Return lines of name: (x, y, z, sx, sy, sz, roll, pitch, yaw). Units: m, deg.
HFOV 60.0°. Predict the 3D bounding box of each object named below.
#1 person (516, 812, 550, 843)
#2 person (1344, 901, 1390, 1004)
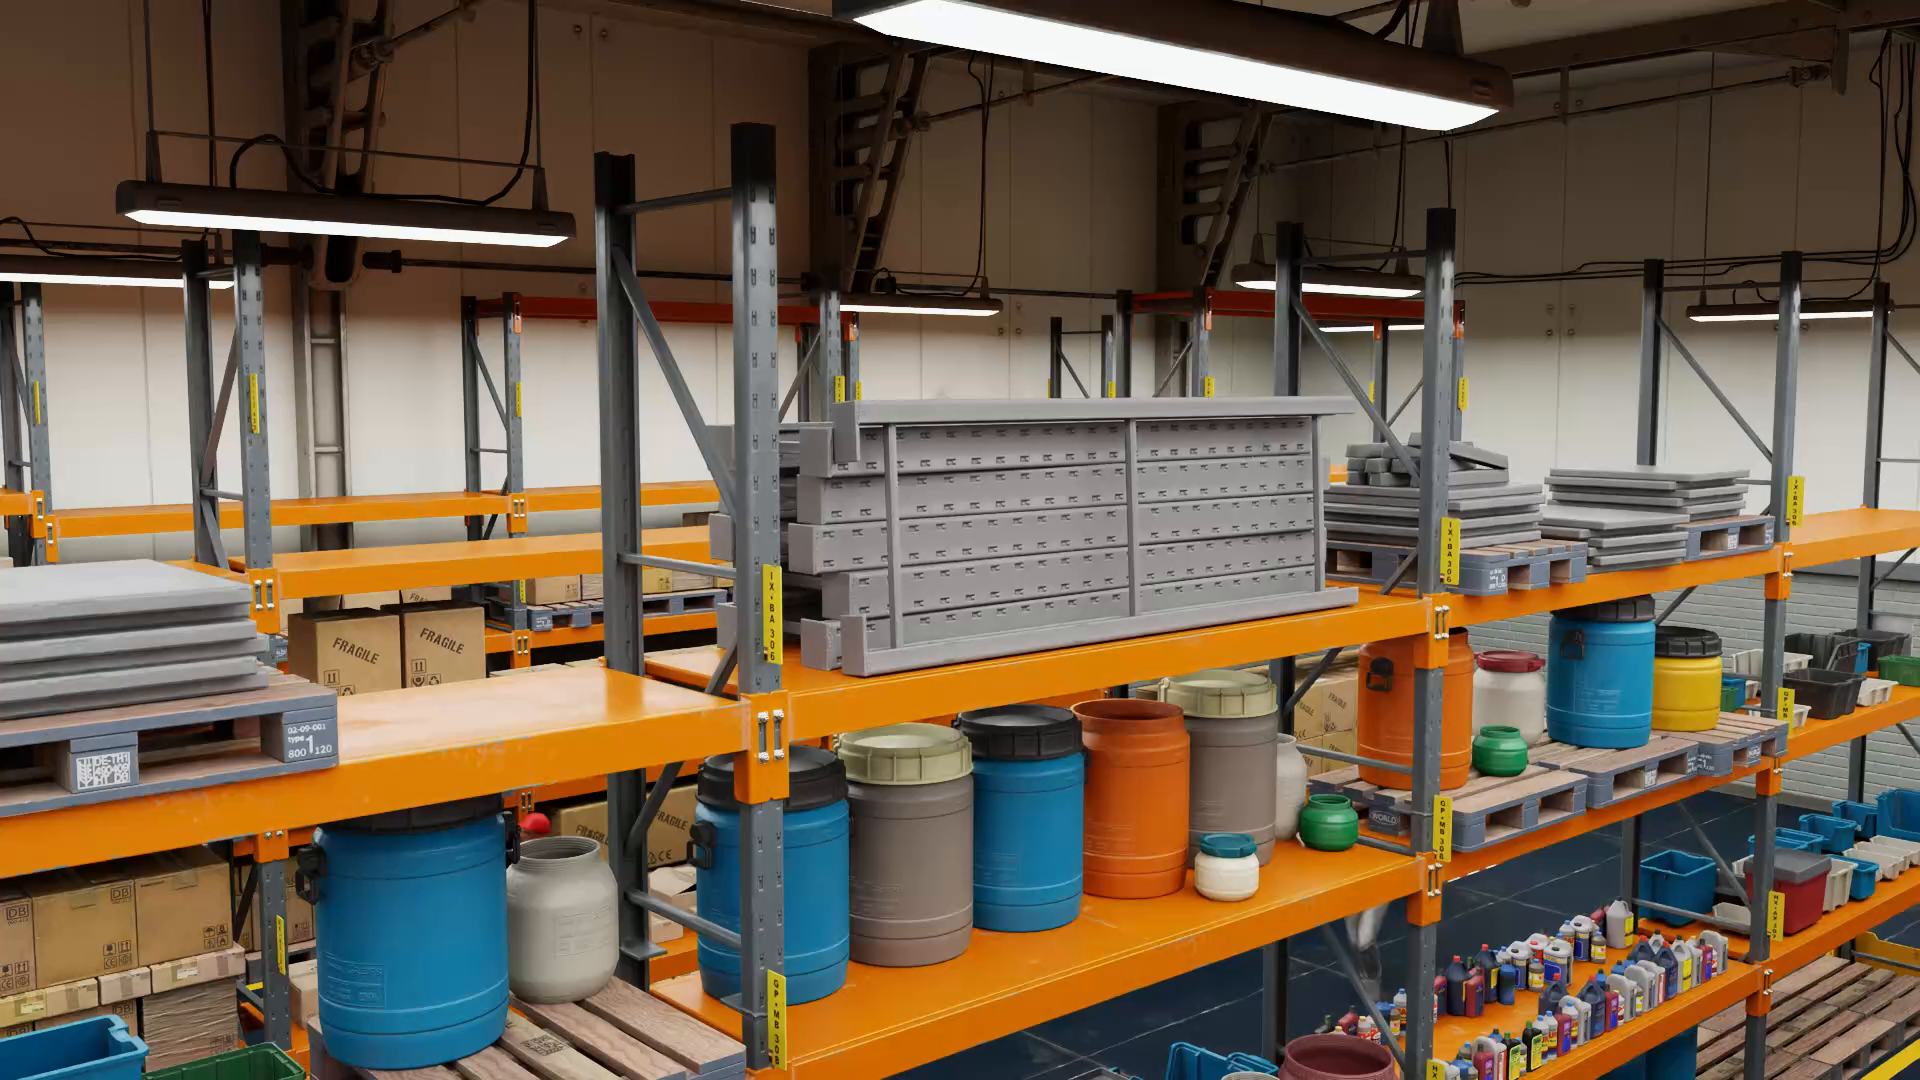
person: (-3.319, 3.033, 13.011, 0.830, 1.838, 0.654, -5, 7, -42)
person: (3.370, 2.984, 13.871, 0.640, 1.789, 0.669, 4, 7, 39)
